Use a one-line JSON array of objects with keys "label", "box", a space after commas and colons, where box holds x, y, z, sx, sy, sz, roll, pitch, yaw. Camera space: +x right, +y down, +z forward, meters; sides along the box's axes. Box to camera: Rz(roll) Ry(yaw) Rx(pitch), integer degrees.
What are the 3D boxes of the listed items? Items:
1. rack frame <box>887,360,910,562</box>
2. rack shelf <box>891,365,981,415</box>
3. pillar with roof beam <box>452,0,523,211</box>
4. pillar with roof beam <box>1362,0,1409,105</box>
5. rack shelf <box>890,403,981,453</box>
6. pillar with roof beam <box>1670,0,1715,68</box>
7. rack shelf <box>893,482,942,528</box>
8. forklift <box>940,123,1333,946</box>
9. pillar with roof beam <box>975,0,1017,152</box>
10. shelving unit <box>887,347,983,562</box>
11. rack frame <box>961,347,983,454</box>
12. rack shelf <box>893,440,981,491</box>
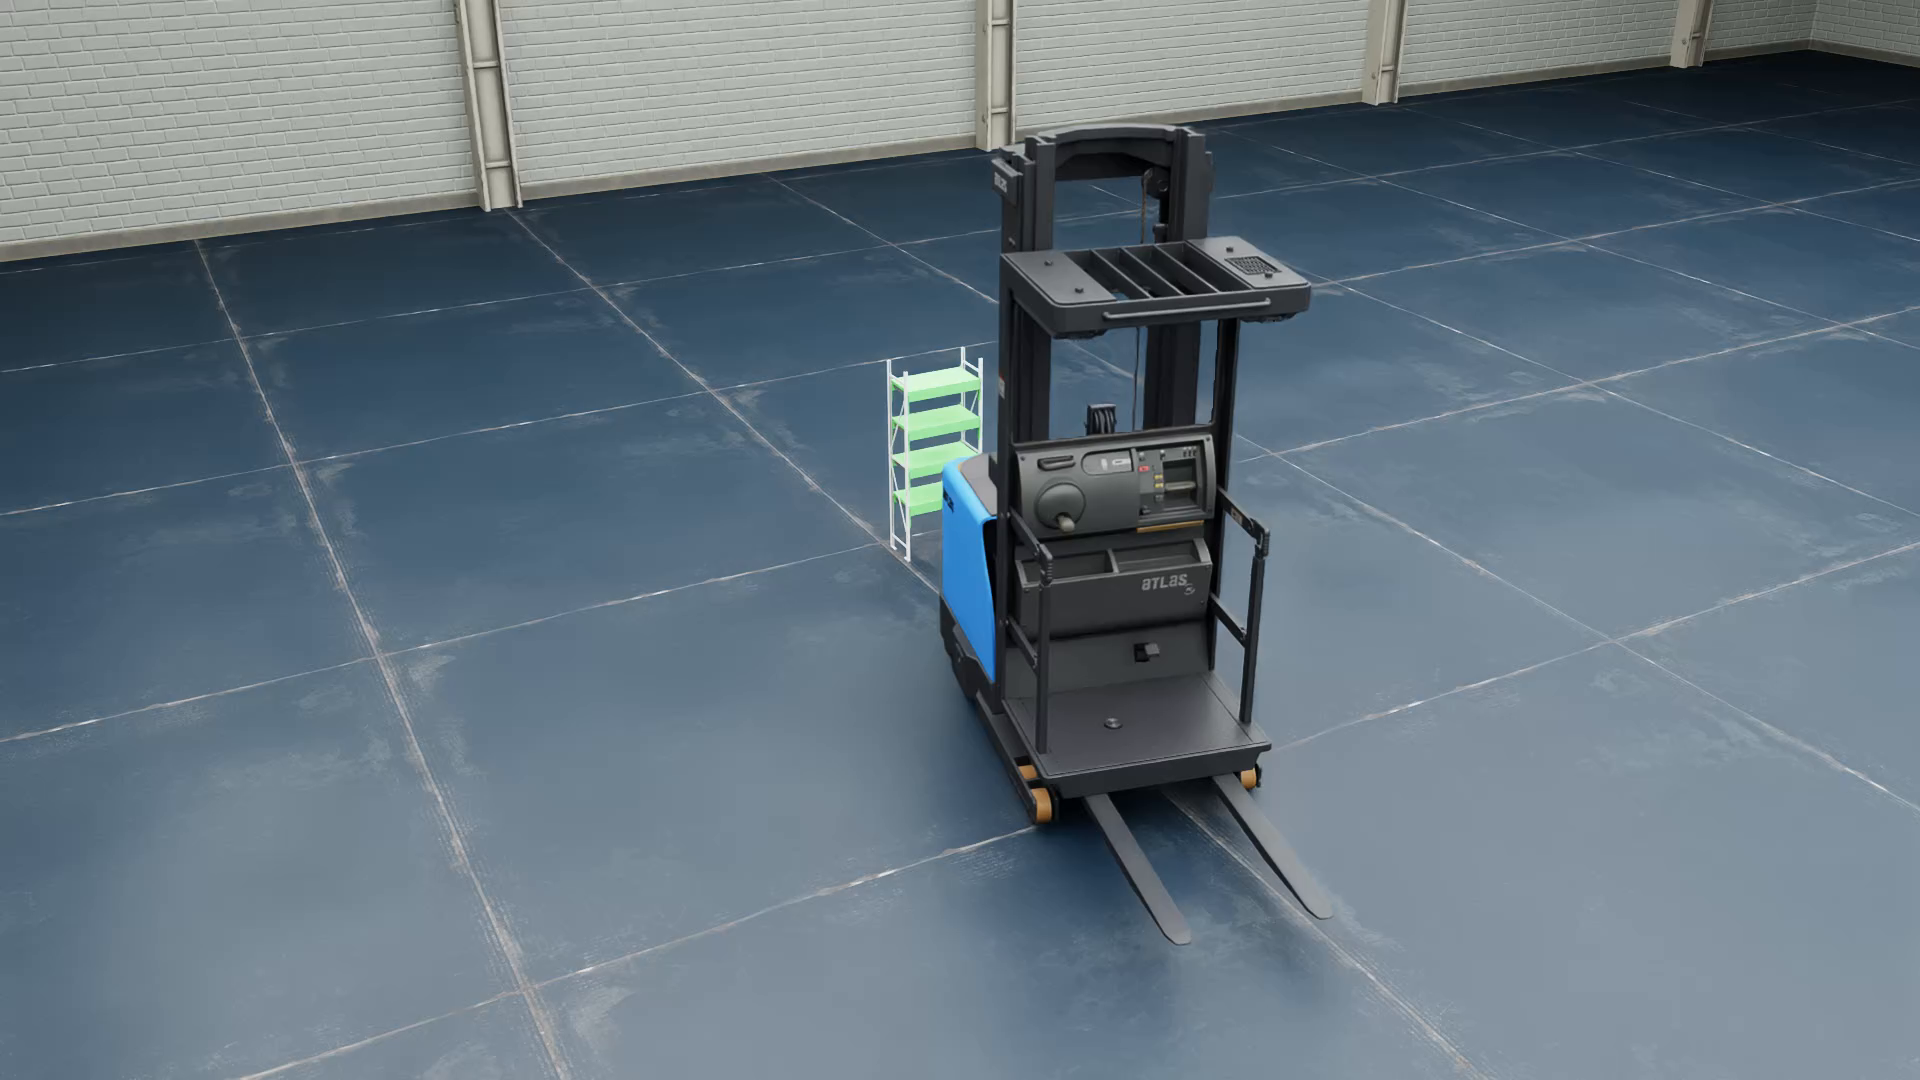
[{"label": "rack frame", "box": [-0.361, -0.457, 9.817, 0.015, 1.200, 0.240, -13, 29, -25]}, {"label": "rack shelf", "box": [-0.146, -0.882, 9.740, 0.480, 0.148, 0.258, -13, 29, -25]}, {"label": "pillar with roof beam", "box": [-2.842, -5.953, 12.251, 0.400, 9.000, 9.100, -13, 29, -25]}, {"label": "pillar with roof beam", "box": [7.746, -8.397, 17.342, 0.400, 9.000, 9.100, -13, 29, -25]}, {"label": "rack shelf", "box": [-0.146, -0.666, 9.844, 0.480, 0.148, 0.258, -13, 29, -25]}, {"label": "pillar with roof beam", "box": [13.040, -9.619, 19.887, 0.400, 9.000, 9.100, -13, 29, -25]}, {"label": "rack shelf", "box": [-0.146, -0.233, 10.052, 0.480, 0.148, 0.258, -13, 29, -25]}, {"label": "forklift", "box": [0.769, -0.217, 7.316, 1.130, 2.935, 3.031, -7, 26, -14]}, {"label": "pillar with roof beam", "box": [2.452, -7.175, 14.797, 0.400, 9.000, 9.100, -13, 29, -25]}, {"label": "shelving unit", "box": [-0.146, -0.507, 9.920, 0.503, 1.200, 0.258, -13, 29, -25]}, {"label": "rack frame", "box": [0.069, -0.557, 10.024, 0.015, 1.200, 0.240, -13, 29, -25]}, {"label": "rack shelf", "box": [-0.146, -0.450, 9.948, 0.480, 0.148, 0.258, -13, 29, -25]}]
